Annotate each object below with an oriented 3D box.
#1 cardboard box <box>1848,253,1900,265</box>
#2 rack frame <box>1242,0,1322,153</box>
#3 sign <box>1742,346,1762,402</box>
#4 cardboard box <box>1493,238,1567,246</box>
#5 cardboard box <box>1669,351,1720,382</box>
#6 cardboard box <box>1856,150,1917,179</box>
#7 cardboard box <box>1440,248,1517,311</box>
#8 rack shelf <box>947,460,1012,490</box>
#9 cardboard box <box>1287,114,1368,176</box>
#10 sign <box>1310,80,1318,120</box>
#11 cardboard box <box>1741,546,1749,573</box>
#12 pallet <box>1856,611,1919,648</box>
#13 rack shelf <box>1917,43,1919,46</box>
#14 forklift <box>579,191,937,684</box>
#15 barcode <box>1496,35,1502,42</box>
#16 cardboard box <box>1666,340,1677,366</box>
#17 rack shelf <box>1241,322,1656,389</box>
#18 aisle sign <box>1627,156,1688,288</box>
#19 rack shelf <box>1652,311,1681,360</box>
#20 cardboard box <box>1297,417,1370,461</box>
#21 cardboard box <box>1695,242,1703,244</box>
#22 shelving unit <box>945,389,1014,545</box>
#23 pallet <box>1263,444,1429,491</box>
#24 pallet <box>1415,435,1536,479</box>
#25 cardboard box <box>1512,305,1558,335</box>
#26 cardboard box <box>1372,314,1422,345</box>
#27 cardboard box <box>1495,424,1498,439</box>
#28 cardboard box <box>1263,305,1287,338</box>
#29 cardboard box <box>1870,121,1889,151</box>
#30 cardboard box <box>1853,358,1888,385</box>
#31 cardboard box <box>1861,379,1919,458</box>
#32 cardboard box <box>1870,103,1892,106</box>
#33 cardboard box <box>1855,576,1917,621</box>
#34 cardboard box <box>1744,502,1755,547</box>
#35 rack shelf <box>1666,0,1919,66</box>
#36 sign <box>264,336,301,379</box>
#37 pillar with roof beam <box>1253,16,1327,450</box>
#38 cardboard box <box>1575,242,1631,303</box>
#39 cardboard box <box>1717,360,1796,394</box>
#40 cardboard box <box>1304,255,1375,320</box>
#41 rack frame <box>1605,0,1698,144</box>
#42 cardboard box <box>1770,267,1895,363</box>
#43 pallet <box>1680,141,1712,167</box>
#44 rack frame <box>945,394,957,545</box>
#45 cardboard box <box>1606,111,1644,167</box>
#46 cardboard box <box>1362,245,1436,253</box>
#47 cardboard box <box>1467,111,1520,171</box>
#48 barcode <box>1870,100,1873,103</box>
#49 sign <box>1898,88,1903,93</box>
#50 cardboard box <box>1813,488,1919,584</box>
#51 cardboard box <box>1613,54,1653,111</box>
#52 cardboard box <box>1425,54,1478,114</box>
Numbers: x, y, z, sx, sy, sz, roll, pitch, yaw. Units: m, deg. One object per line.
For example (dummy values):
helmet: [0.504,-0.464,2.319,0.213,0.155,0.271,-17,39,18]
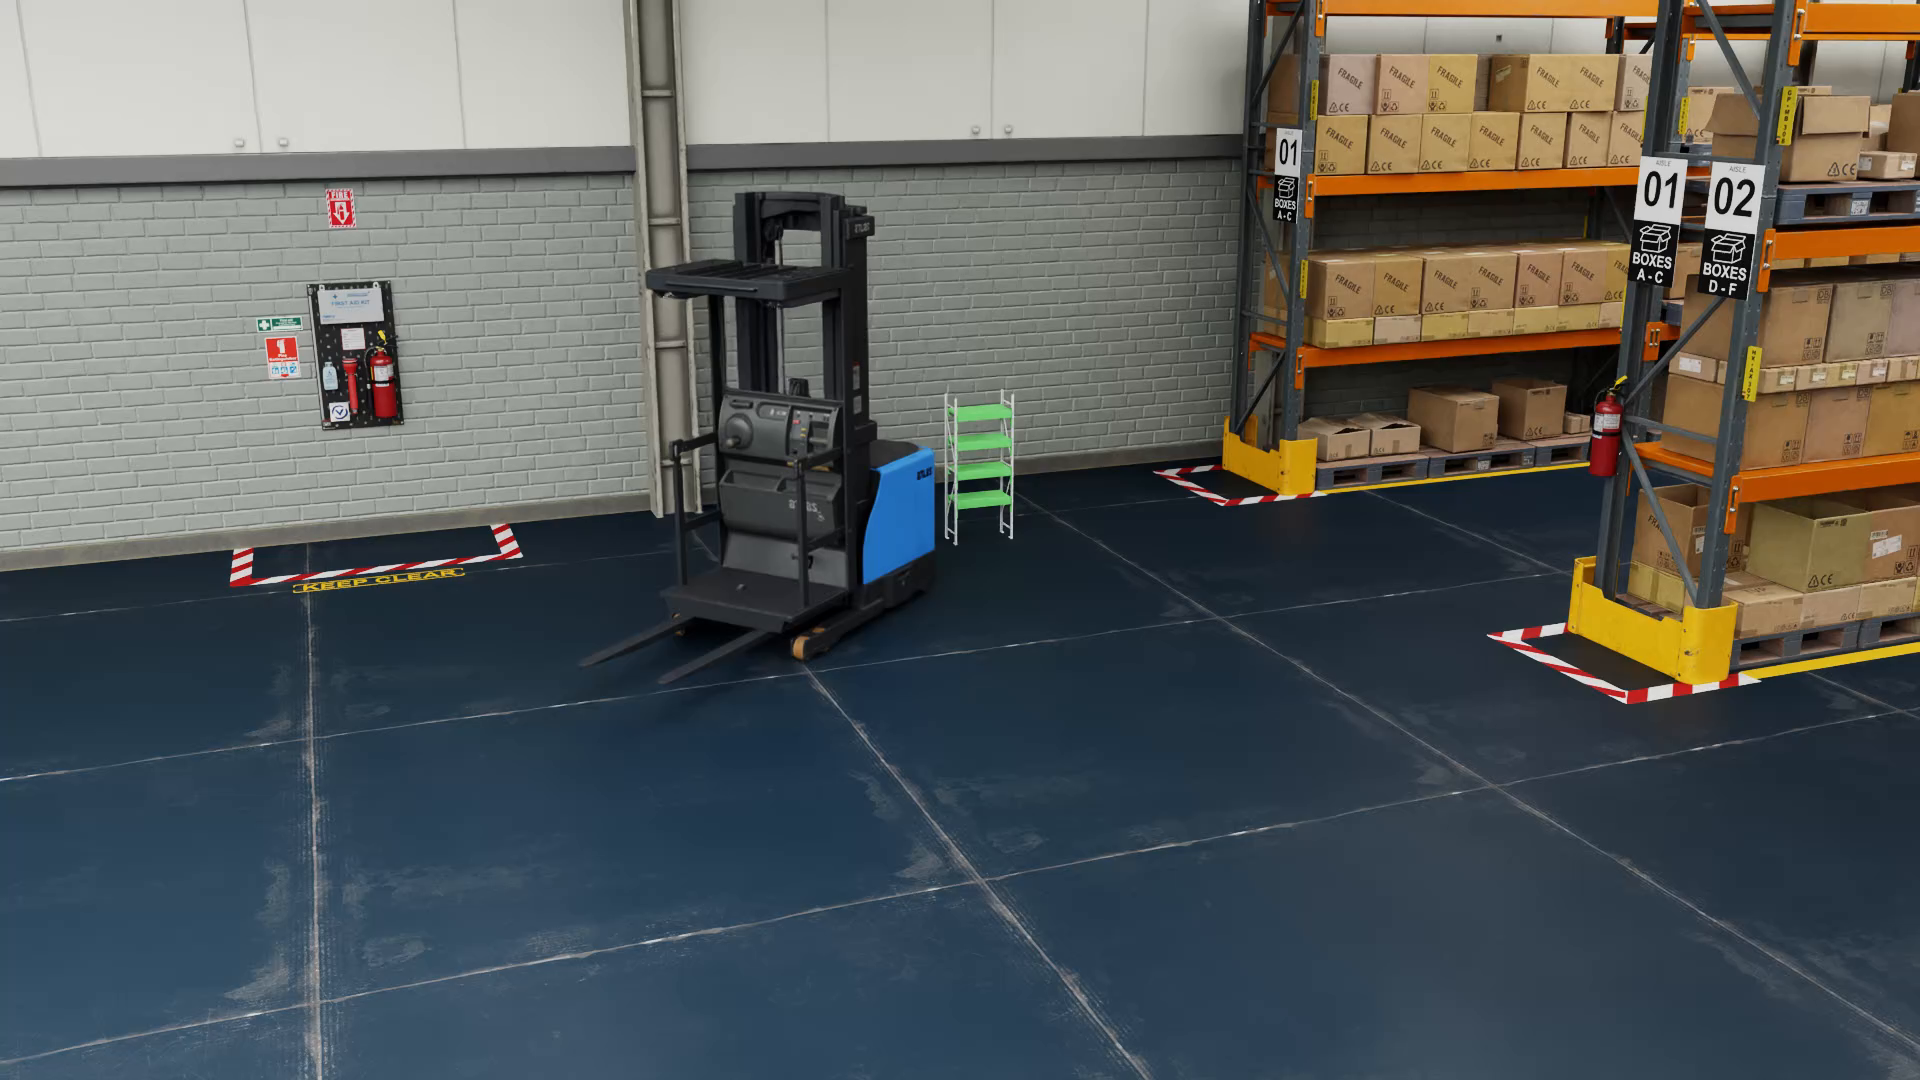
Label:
cardboard box: [9.316,-2.948,17.356,0.500,0.500,0.700,-8,18,-25]
rack frame: [2.794,-4.875,14.227,0.127,3.000,1.000,-6,17,-20]
sign: [4.763,-1.000,10.002,0.005,0.325,0.100,-6,17,-20]
cardboard box: [5.531,-2.653,16.209,0.500,0.500,0.500,-6,17,-20]
cardboard box: [4.858,-1.141,10.831,0.250,0.149,0.380,-6,18,-21]
cardboard box: [5.731,-2.353,10.415,0.250,0.149,0.380,-6,17,-20]
cardboard box: [4.775,-2.415,15.400,0.500,0.500,0.500,-6,17,-18]
rack shelf: [0.155,-0.531,13.504,0.480,0.148,0.258,-6,17,-20]
cardboard box: [3.195,-3.461,14.523,0.500,0.500,0.500,-6,17,-19]
sign: [2.988,-3.712,14.040,0.005,0.325,0.100,-6,17,-20]
cardboard box: [5.427,0.239,11.594,0.500,0.250,0.500,-6,17,-20]
pallet: [6.406,0.435,11.743,1.213,0.211,1.003,-6,17,-20]
rack shelf: [12.132,-5.346,17.818,4.000,0.370,1.077,-6,17,-20]
forklift: [-1.321,-0.757,10.975,1.130,2.935,3.031,9,19,27]
barcode: [5.077,-4.723,15.663,0.075,0.075,0.001,-6,17,-20]
cardboard box: [7.620,-1.895,17.052,0.500,0.250,0.500,-7,18,-21]
rack shelf: [4.661,-1.853,15.860,4.000,0.370,1.077,-6,17,-20]
aisle sign: [4.403,-2.011,10.509,0.004,0.787,0.394,-6,17,-20]
rack shelf: [8.396,-2.256,17.233,4.000,0.370,1.077,-6,17,-20]
cardboard box: [3.472,-0.963,15.546,0.500,0.311,0.500,-8,18,-26]
cardboard box: [7.541,-2.755,16.699,0.500,0.500,0.700,-4,17,-14]
shelving unit: [0.155,-0.592,13.486,0.503,1.200,0.258,-6,17,-20]
pallet: [3.636,-0.738,15.738,1.213,0.211,1.003,-6,17,-20]
pallet: [4.773,-0.860,16.153,1.213,0.211,1.003,-6,17,-20]
cardboard box: [5.263,-2.107,15.679,0.500,0.250,0.500,-6,17,-20]
cardboard box: [3.843,-1.956,15.164,0.500,0.250,0.500,-7,18,-22]
cardboard box: [5.028,-1.087,16.254,0.250,0.149,0.380,-8,18,-25]
cardboard box: [3.161,-2.032,15.424,0.500,0.250,0.500,-6,17,-19]
cardboard box: [6.070,-2.600,10.968,0.500,0.311,0.500,-4,17,-14]
cardboard box: [5.729,-1.112,10.733,0.250,0.149,0.380,-6,18,-21]
cardboard box: [5.965,-0.888,11.120,0.500,0.500,0.700,-6,17,-20]
cardboard box: [9.509,-4.287,17.338,0.500,0.500,0.500,-6,17,-20]
cardboard box: [6.083,0.327,11.294,0.500,0.250,0.500,-6,17,-20]
cardboard box: [5.892,-0.172,11.665,0.500,0.500,0.500,-6,17,-20]
rack shelf: [6.437,-3.236,10.634,4.000,0.370,1.077,-6,17,-20]
sign: [-5.339,-1.439,13.111,0.234,0.329,0.001,-6,17,-20]
pillar with roof beam: [4.678,-4.040,11.385,0.400,9.000,9.100,-6,17,-20]
cardboard box: [6.198,-2.568,15.919,0.500,0.500,0.500,-6,17,-20]
cardboard box: [5.013,-1.035,10.471,0.250,0.149,0.380,-6,18,-20]
cardboard box: [3.347,-2.263,14.879,0.500,0.500,0.500,-6,17,-20]
rack frame: [6.529,-5.278,15.600,0.127,3.000,1.000,-6,17,-20]
cardboard box: [5.549,-1.467,10.790,0.500,0.500,0.700,-7,18,-22]
pallet: [7.143,-3.783,16.166,1.003,0.211,1.213,-6,17,-20]
rack frame: [-0.073,-0.568,13.402,0.015,1.200,0.240,-6,17,-20]
cardboard box: [6.143,-3.780,15.610,0.500,0.500,0.500,-6,17,-19]
cardboard box: [4.113,-2.498,15.682,0.500,0.500,0.500,-7,18,-22]
cardboard box: [4.686,-3.619,15.060,0.500,0.500,0.500,-5,17,-17]
barcode: [9.687,-4.644,17.701,0.075,0.075,0.001,-6,17,-20]
sign: [10.073,-4.675,17.812,0.005,0.325,0.100,-6,17,-20]
cardboard box: [6.079,-0.035,11.199,0.500,0.500,0.500,-6,17,-20]
cardboard box: [6.158,-4.254,15.450,0.500,0.500,0.500,-8,18,-25]
cardboard box: [4.201,-4.039,14.719,0.500,0.500,0.500,-6,17,-19]
